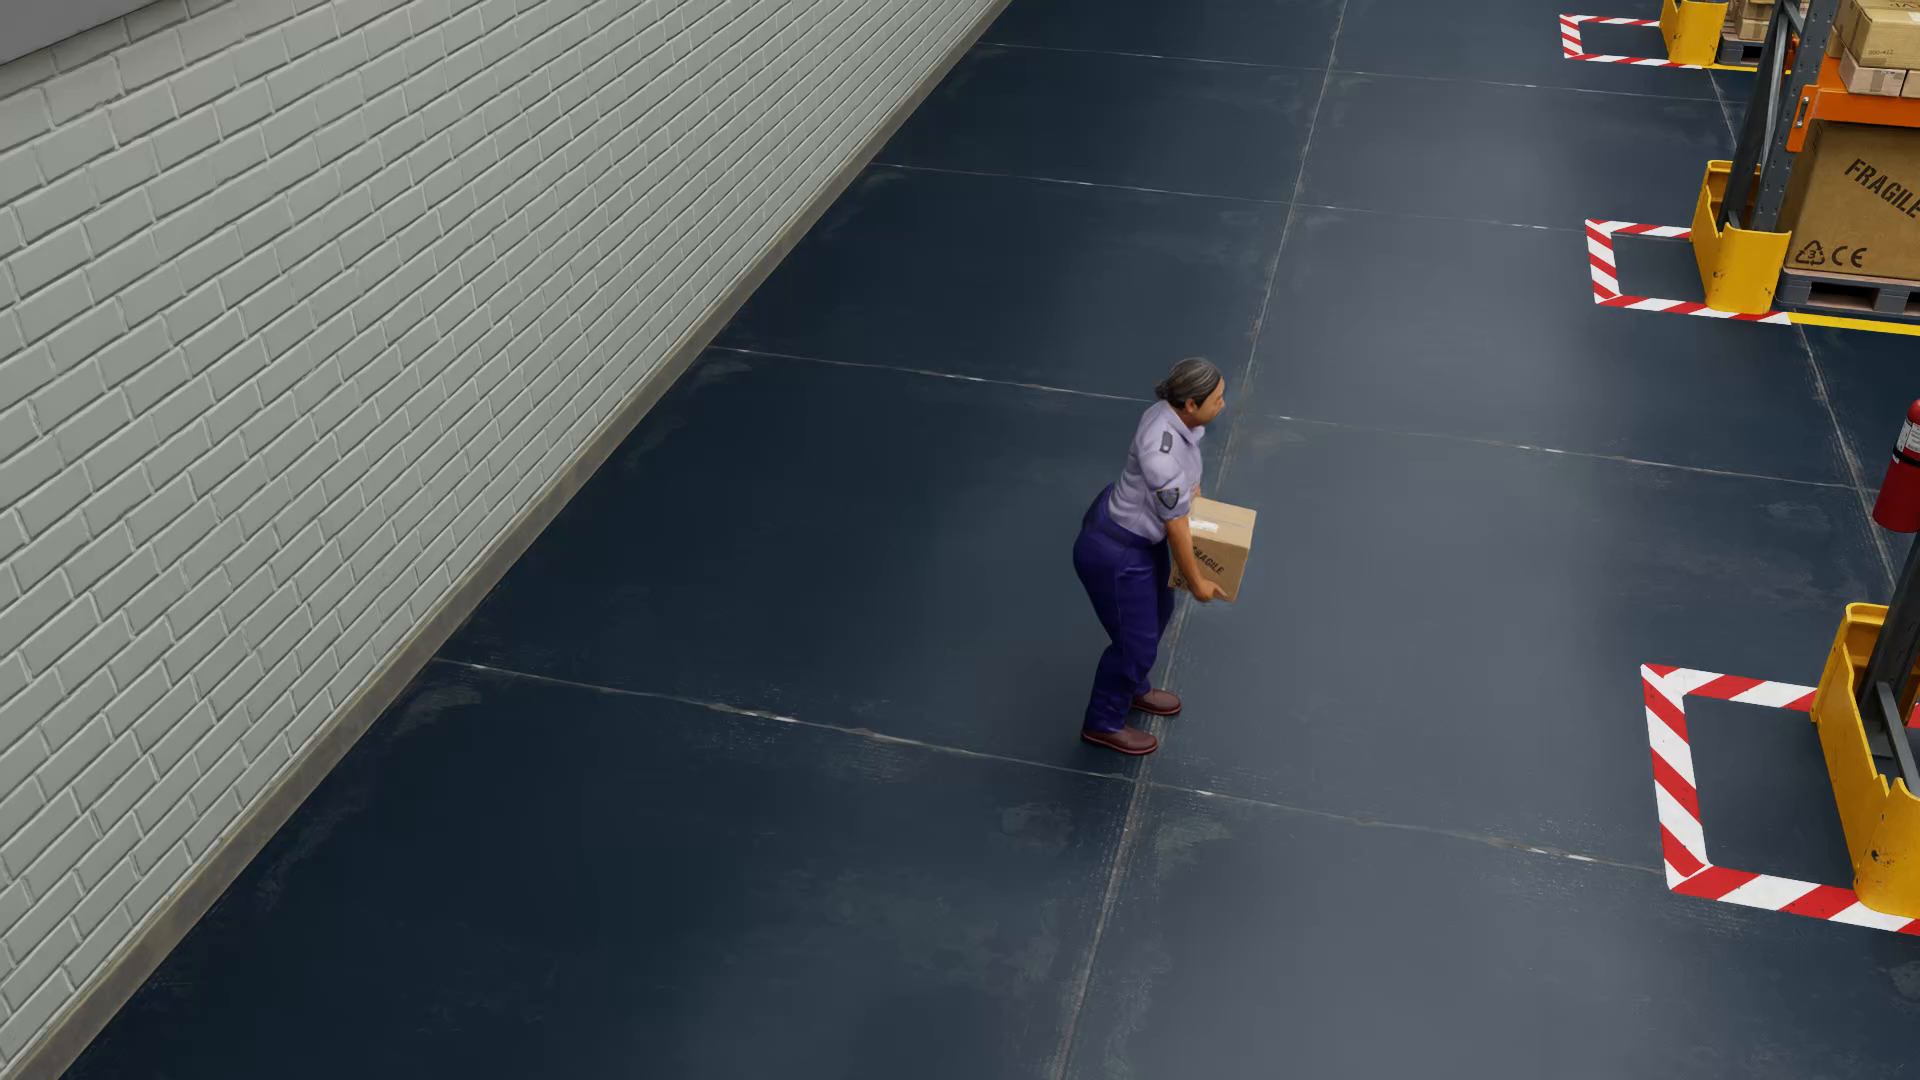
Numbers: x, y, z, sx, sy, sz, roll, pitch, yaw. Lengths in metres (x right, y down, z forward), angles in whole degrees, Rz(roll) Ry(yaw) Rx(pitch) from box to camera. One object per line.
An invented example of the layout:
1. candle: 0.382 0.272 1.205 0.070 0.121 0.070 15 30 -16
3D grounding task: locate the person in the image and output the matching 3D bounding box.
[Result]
1. person: 0.714 0.050 6.120 0.571 1.609 0.441 8 34 11
